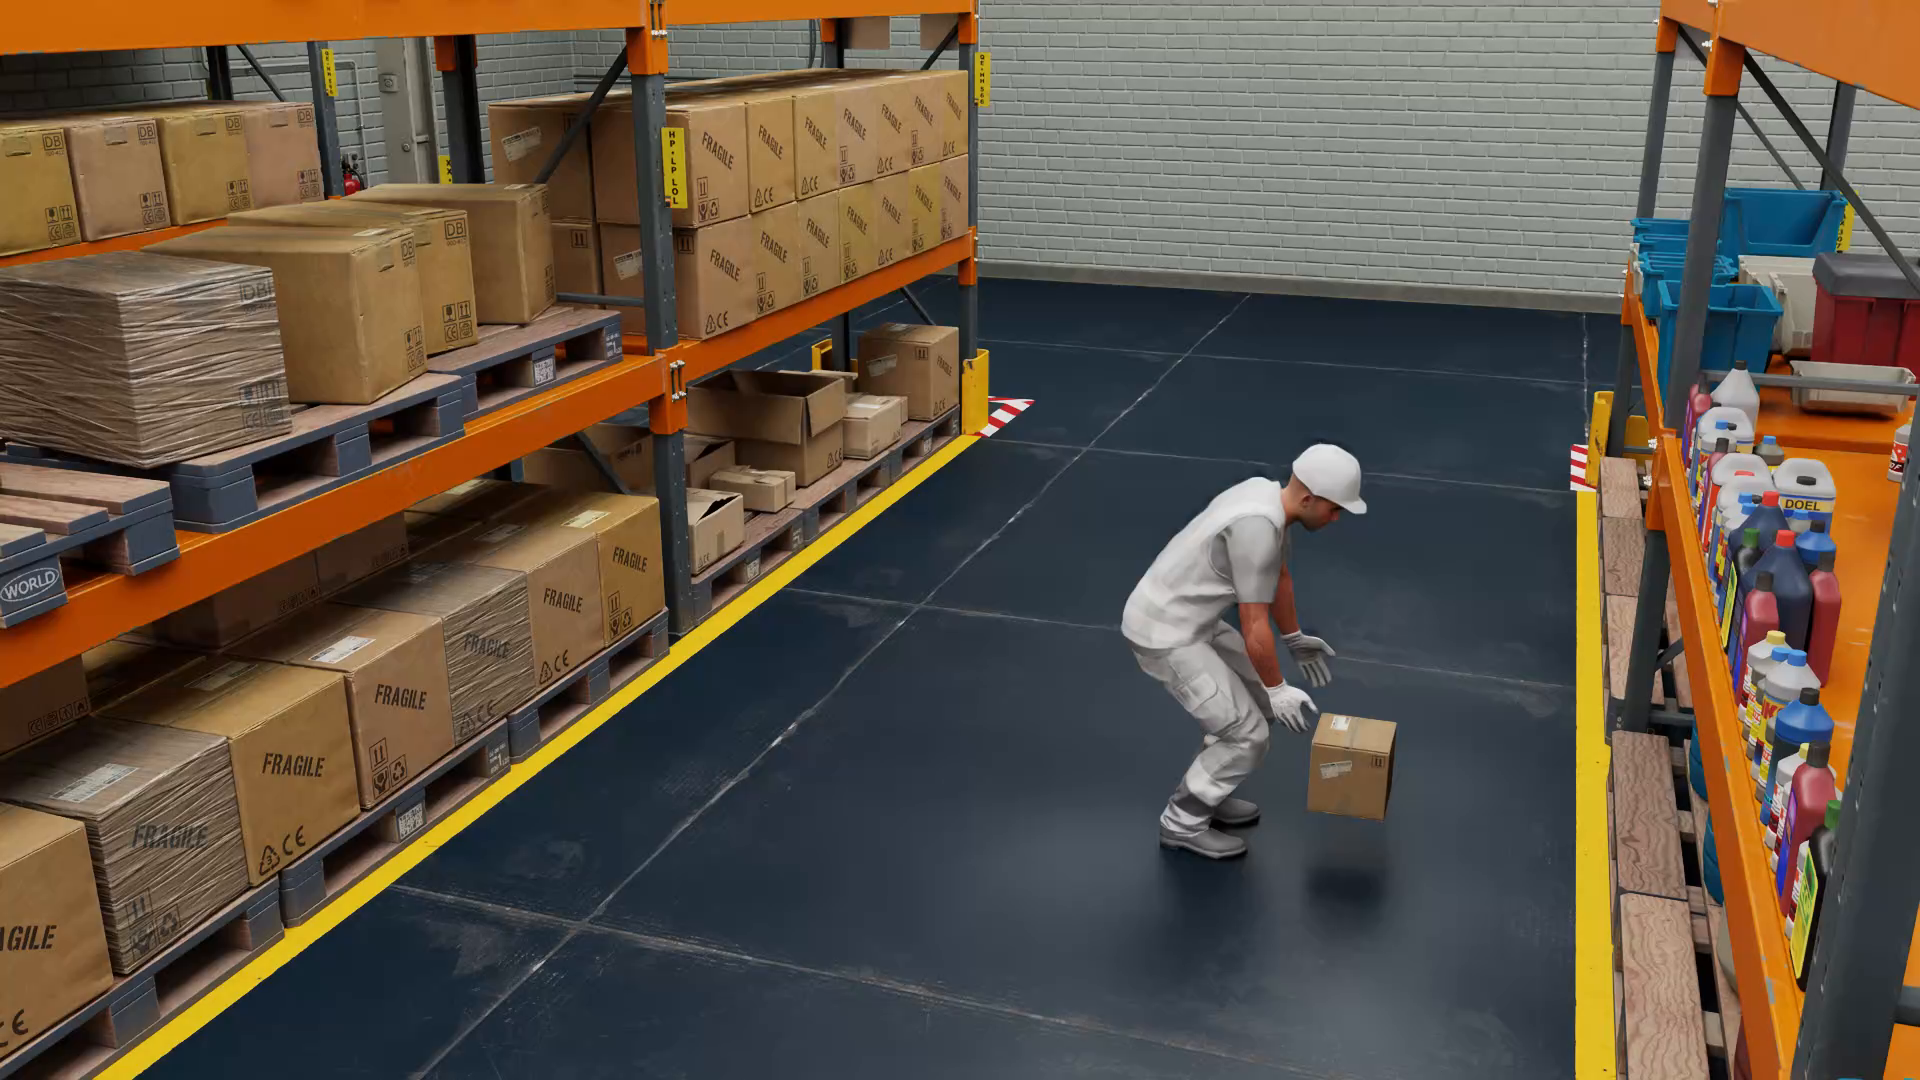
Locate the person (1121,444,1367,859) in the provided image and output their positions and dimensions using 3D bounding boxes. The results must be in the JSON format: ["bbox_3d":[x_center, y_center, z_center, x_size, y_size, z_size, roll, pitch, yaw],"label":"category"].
[{"bbox_3d":[0.937,0.343,5.590,0.765,1.414,0.584,6,19,18],"label":"person"}]
